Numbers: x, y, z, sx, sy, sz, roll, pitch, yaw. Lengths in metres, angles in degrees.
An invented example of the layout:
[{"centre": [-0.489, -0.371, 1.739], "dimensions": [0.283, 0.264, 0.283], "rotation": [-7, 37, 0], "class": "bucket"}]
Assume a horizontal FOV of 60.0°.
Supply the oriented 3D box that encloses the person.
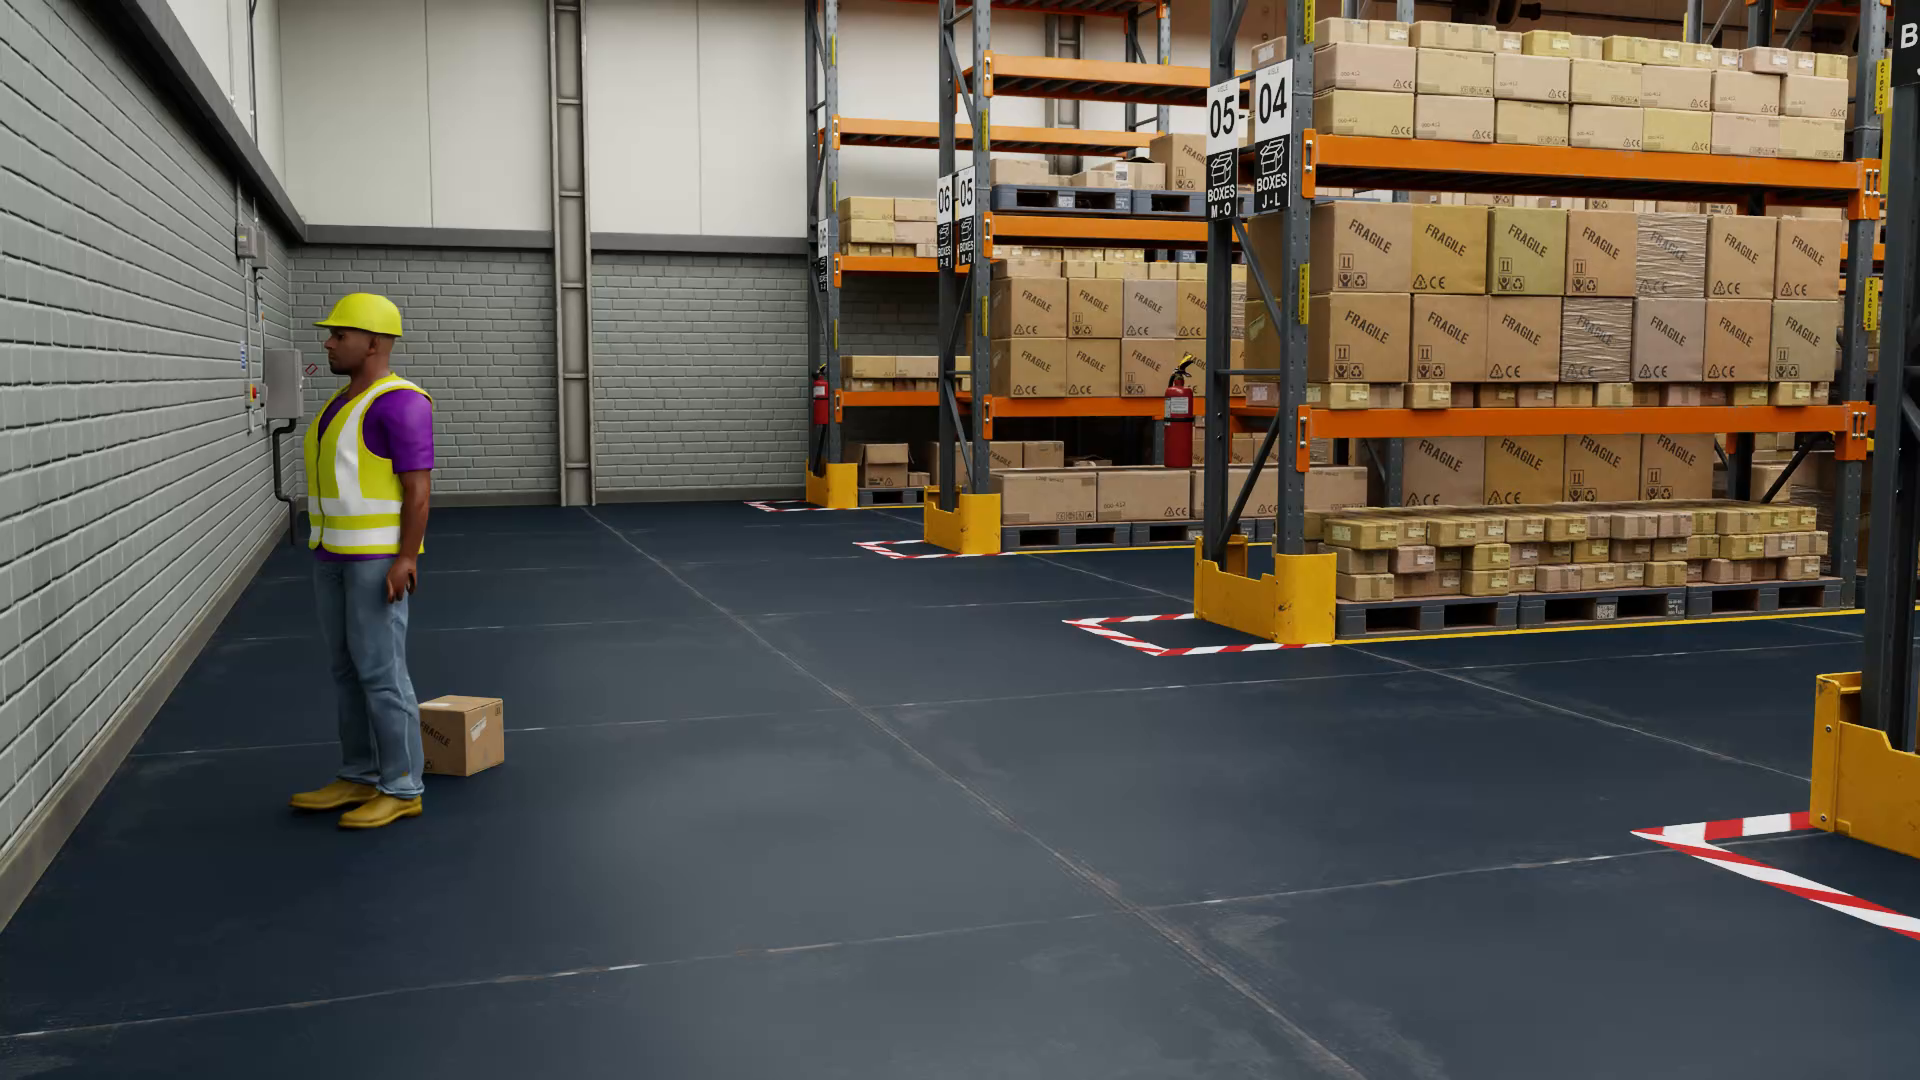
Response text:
[{"centre": [-2.025, 0.059, 5.619], "dimensions": [0.564, 1.771, 0.390], "rotation": [6, 8, 44], "class": "person"}]
